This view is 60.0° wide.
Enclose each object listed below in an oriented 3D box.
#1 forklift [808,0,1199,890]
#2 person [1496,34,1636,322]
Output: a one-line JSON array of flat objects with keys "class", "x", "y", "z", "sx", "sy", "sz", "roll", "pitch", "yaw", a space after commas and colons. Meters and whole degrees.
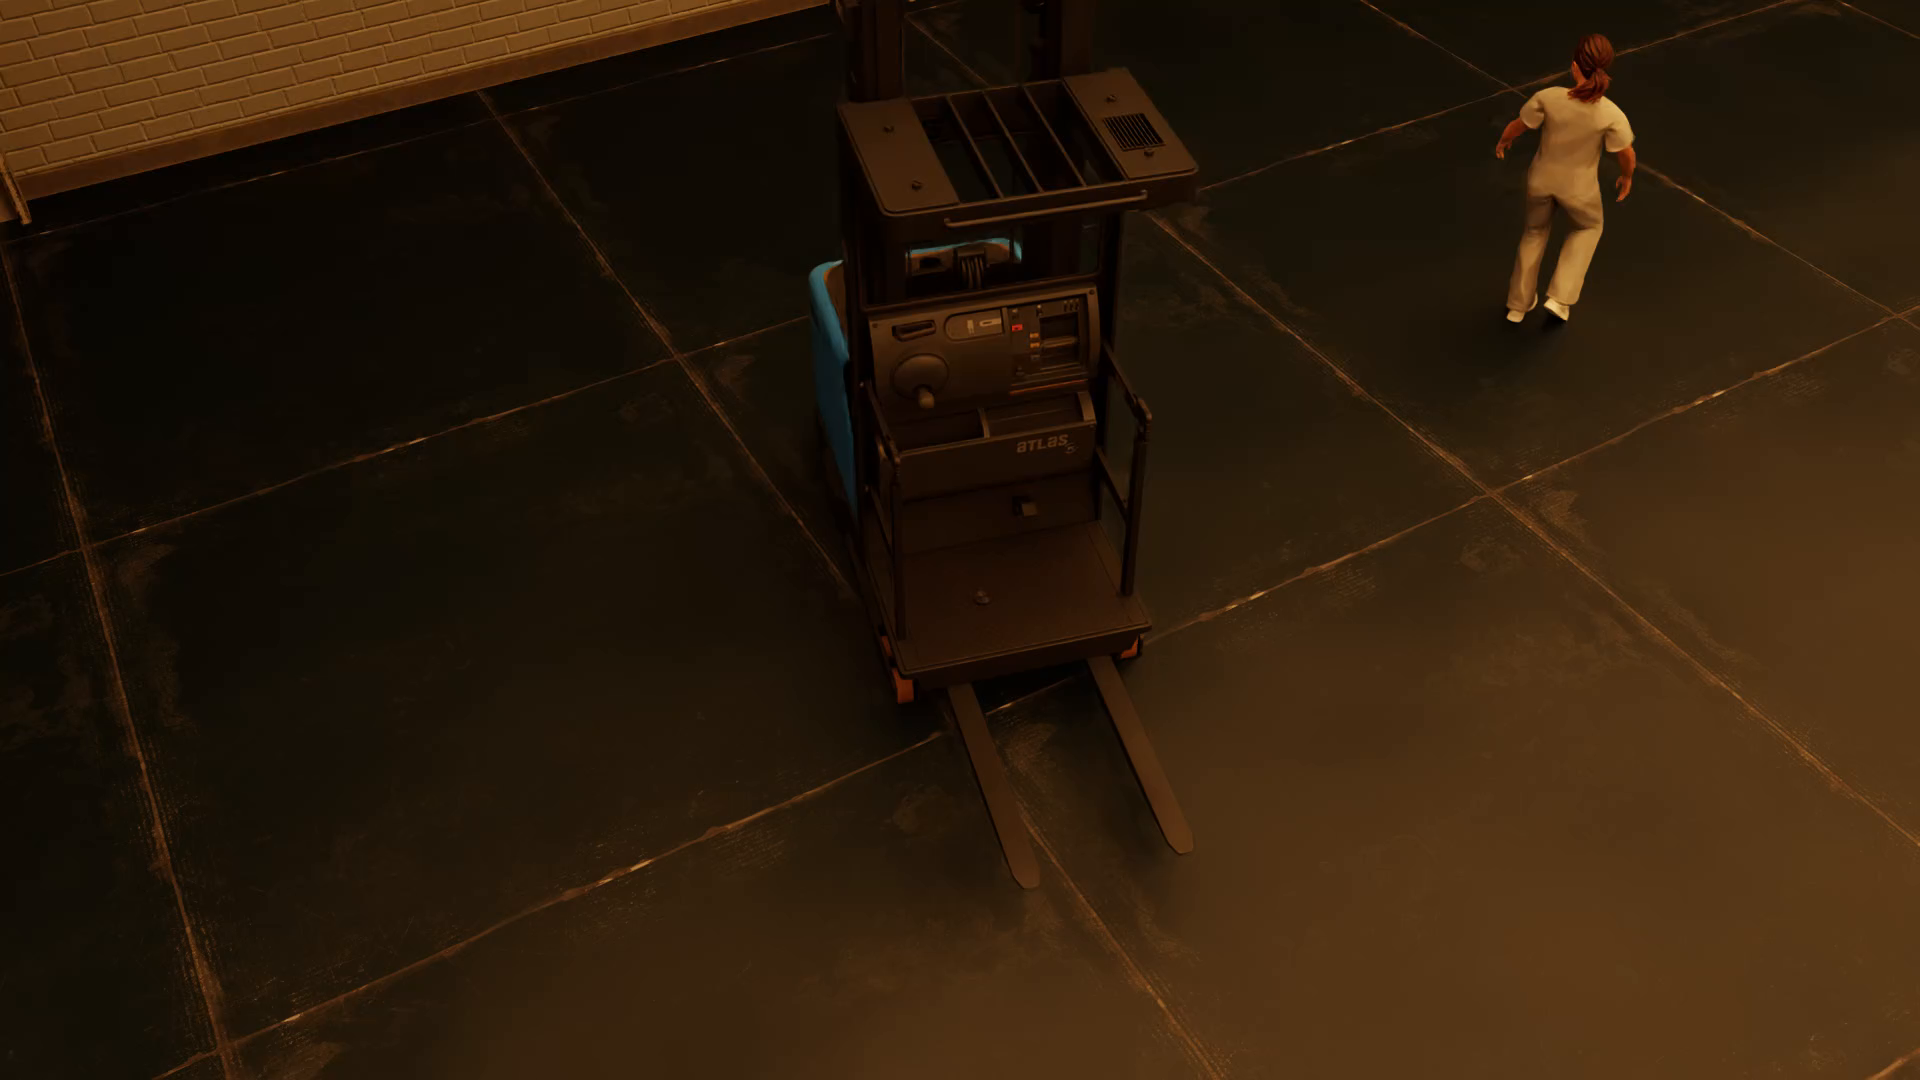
[{"class": "forklift", "x": 0.161, "y": -0.674, "z": 6.425, "sx": 1.130, "sy": 2.935, "sz": 3.031, "roll": -10, "pitch": 44, "yaw": -11}, {"class": "person", "x": 3.103, "y": -1.871, "z": 8.670, "sx": 0.713, "sy": 1.665, "sz": 0.480, "roll": 26, "pitch": 49, "yaw": 25}]
